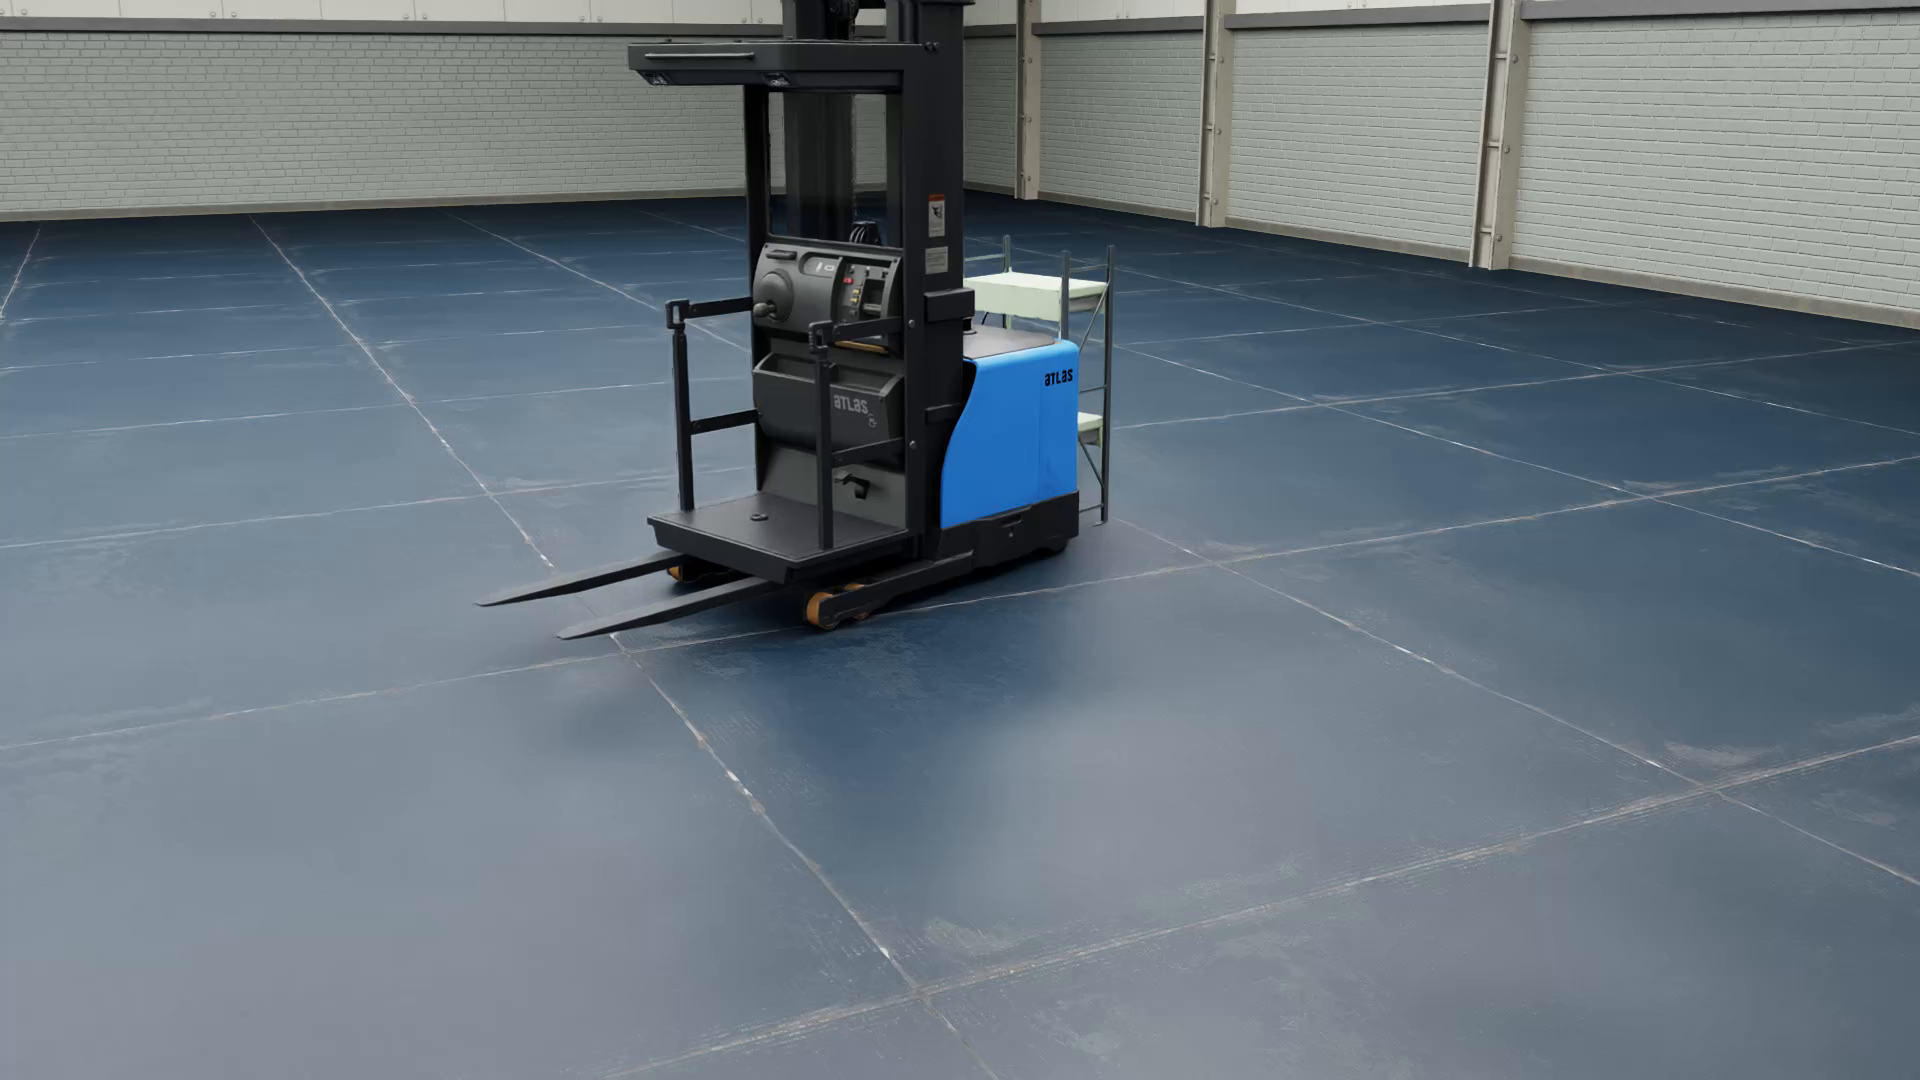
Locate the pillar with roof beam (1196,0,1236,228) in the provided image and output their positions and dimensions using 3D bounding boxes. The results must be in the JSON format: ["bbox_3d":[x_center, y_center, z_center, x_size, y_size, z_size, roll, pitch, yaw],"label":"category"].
[{"bbox_3d":[-0.005,-8.636,22.530,9.100,9.000,0.400,-8,18,-25],"label":"pillar with roof beam"}]

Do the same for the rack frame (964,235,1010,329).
[{"bbox_3d":[0.130,-0.917,9.227,0.023,1.500,0.400,15,22,41],"label":"rack frame"}]

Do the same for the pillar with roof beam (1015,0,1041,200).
[{"bbox_3d":[-2.633,-10.124,27.715,9.100,9.000,0.400,-8,18,-25],"label":"pillar with roof beam"}]

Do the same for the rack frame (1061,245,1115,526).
[{"bbox_3d":[0.661,-0.778,8.743,0.023,1.500,0.400,15,22,41],"label":"rack frame"}]

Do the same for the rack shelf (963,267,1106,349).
[{"bbox_3d":[0.396,-1.223,8.878,0.720,0.370,0.431,15,22,41],"label":"rack shelf"}]

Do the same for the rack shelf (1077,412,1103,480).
[{"bbox_3d":[0.396,-0.534,9.075,0.720,0.370,0.431,15,22,41],"label":"rack shelf"}]

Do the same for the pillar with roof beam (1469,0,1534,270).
[{"bbox_3d":[2.624,-7.148,17.346,9.100,9.000,0.400,-8,18,-25],"label":"pillar with roof beam"}]

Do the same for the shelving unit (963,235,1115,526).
[{"bbox_3d":[0.396,-0.848,8.985,0.755,1.500,0.431,15,22,41],"label":"shelving unit"}]

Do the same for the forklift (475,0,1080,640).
[{"bbox_3d":[-0.765,-1.170,7.514,1.130,2.935,3.031,15,22,41],"label":"forklift"}]
